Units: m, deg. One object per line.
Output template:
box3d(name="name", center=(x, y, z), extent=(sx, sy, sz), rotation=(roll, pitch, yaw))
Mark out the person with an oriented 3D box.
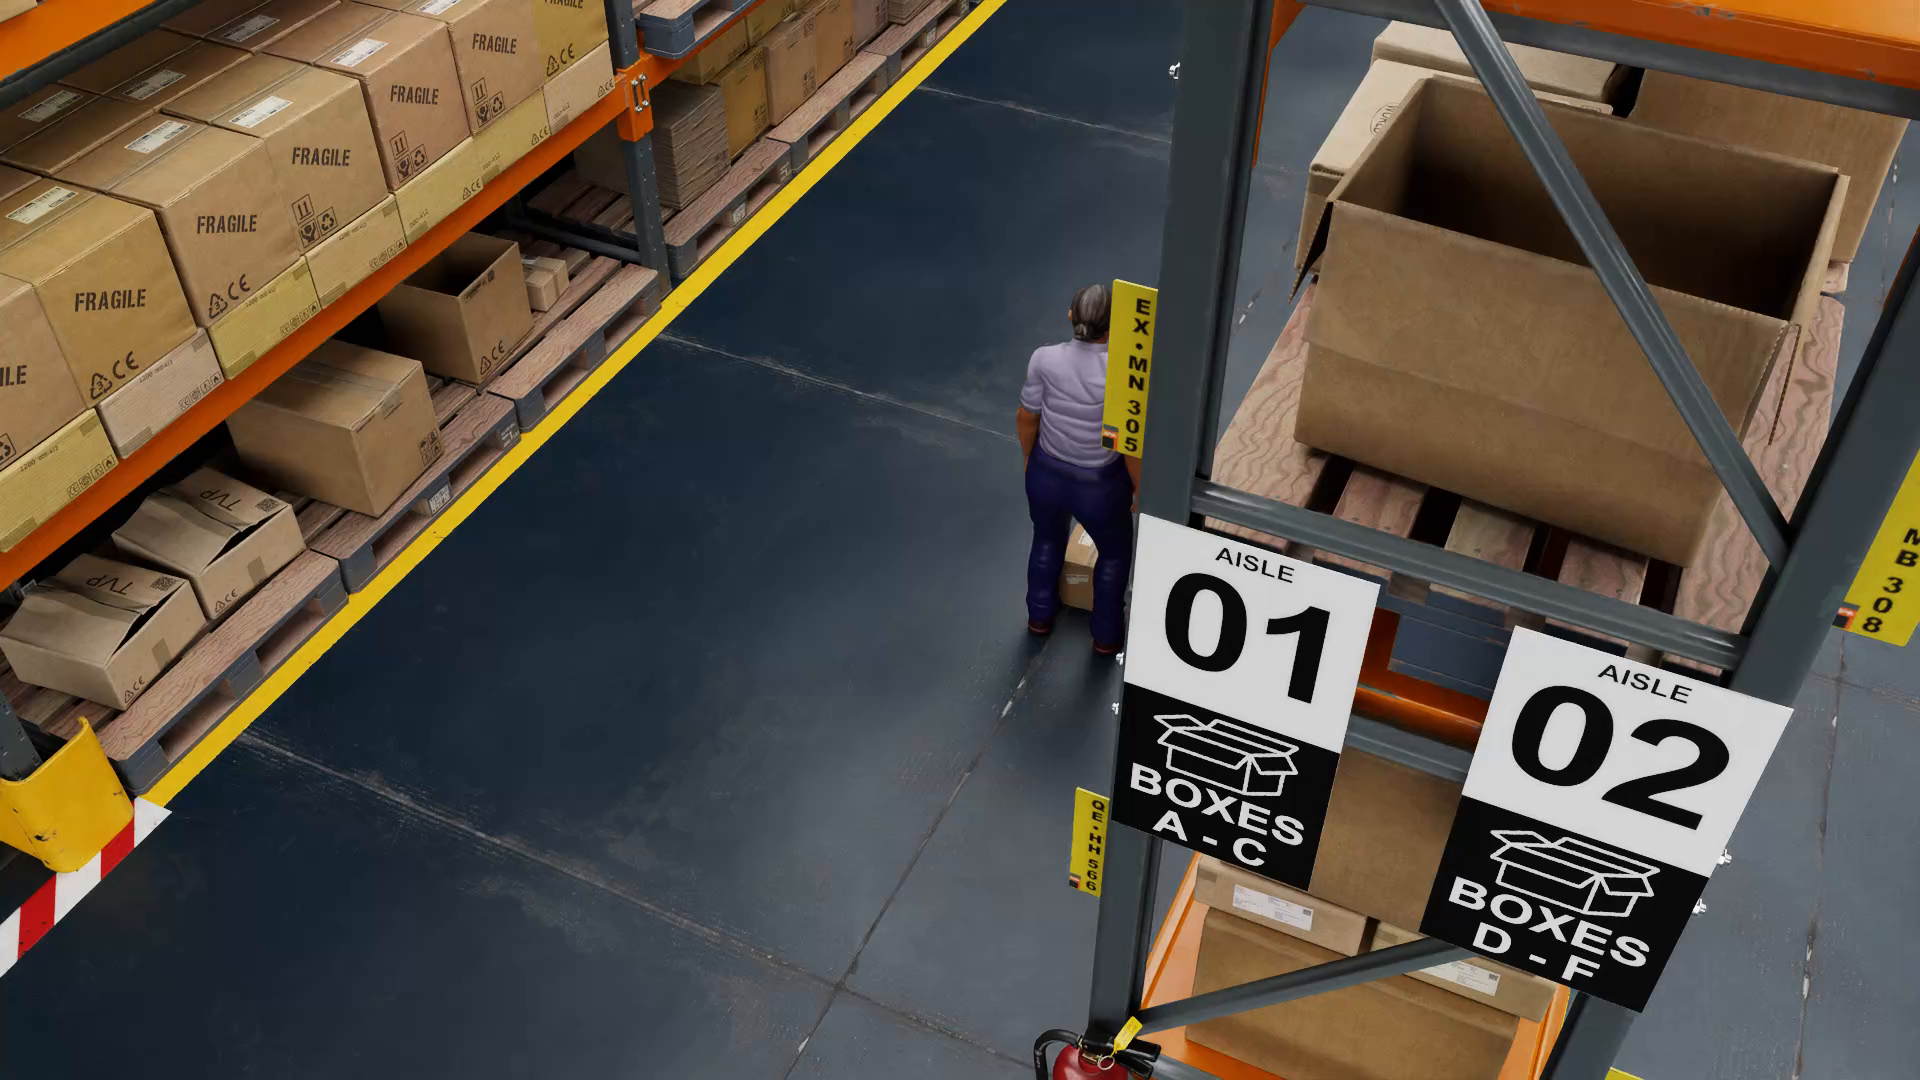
box3d(name="person", center=(0.477, -0.239, 6.441), extent=(0.537, 1.636, 0.374), rotation=(18, 45, 19))
